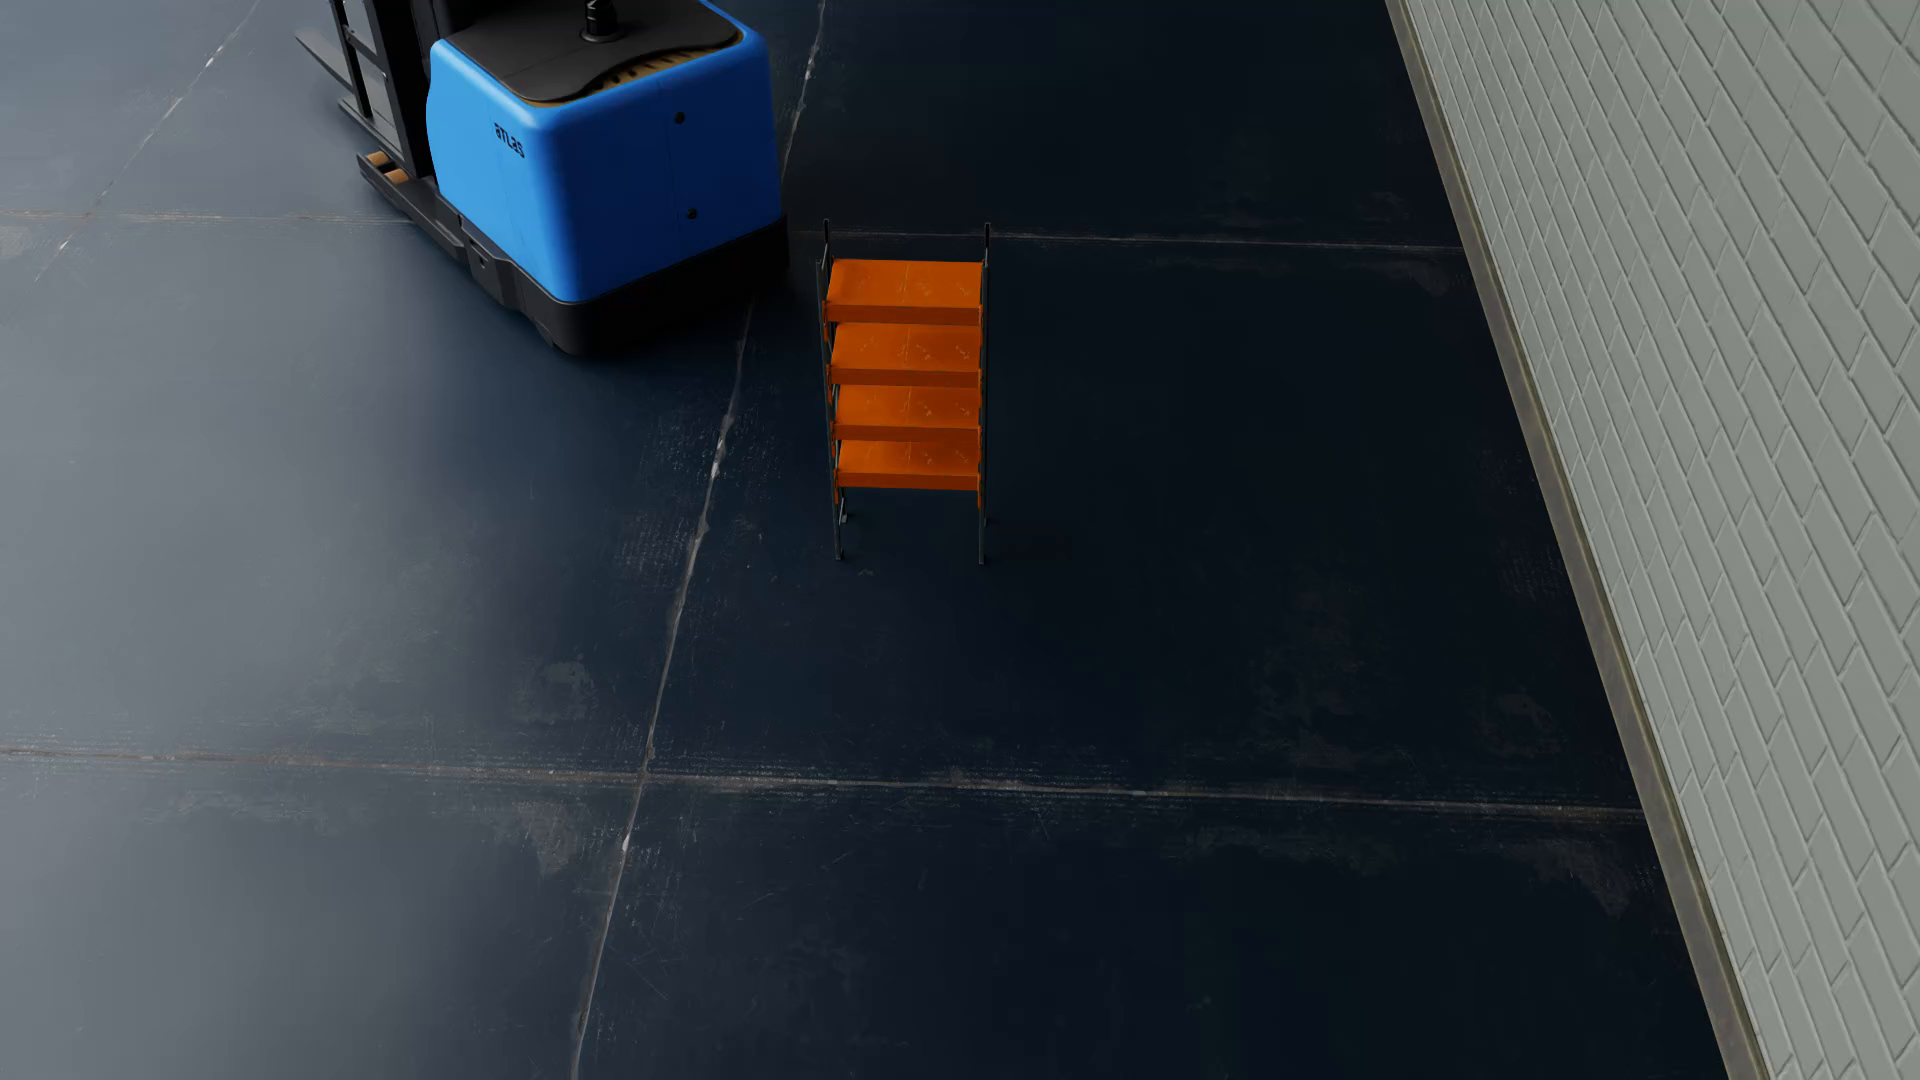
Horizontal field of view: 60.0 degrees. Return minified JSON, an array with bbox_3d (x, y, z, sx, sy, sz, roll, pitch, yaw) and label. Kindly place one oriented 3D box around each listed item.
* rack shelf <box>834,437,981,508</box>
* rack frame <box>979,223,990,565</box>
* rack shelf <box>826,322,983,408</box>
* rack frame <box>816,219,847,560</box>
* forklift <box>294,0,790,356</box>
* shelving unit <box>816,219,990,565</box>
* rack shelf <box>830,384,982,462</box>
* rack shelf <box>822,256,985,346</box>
[{"bbox_3d":[-0.165,-0.250,5.528,0.480,0.148,0.258,2,43,2],"label":"rack shelf"},{"bbox_3d":[0.078,-0.437,5.338,0.015,1.200,0.240,2,43,2],"label":"rack frame"},{"bbox_3d":[-0.165,-0.559,5.240,0.480,0.148,0.258,2,43,2],"label":"rack shelf"},{"bbox_3d":[-0.409,-0.452,5.355,0.015,1.200,0.240,2,43,2],"label":"rack frame"},{"bbox_3d":[-2.020,-2.725,6.525,1.130,2.935,3.031,-29,50,-27],"label":"forklift"},{"bbox_3d":[-0.165,-0.444,5.346,0.503,1.200,0.258,2,43,2],"label":"shelving unit"},{"bbox_3d":[-0.165,-0.395,5.392,0.480,0.148,0.258,2,43,2],"label":"rack shelf"},{"bbox_3d":[-0.165,-0.732,5.079,0.480,0.148,0.258,2,43,2],"label":"rack shelf"}]
